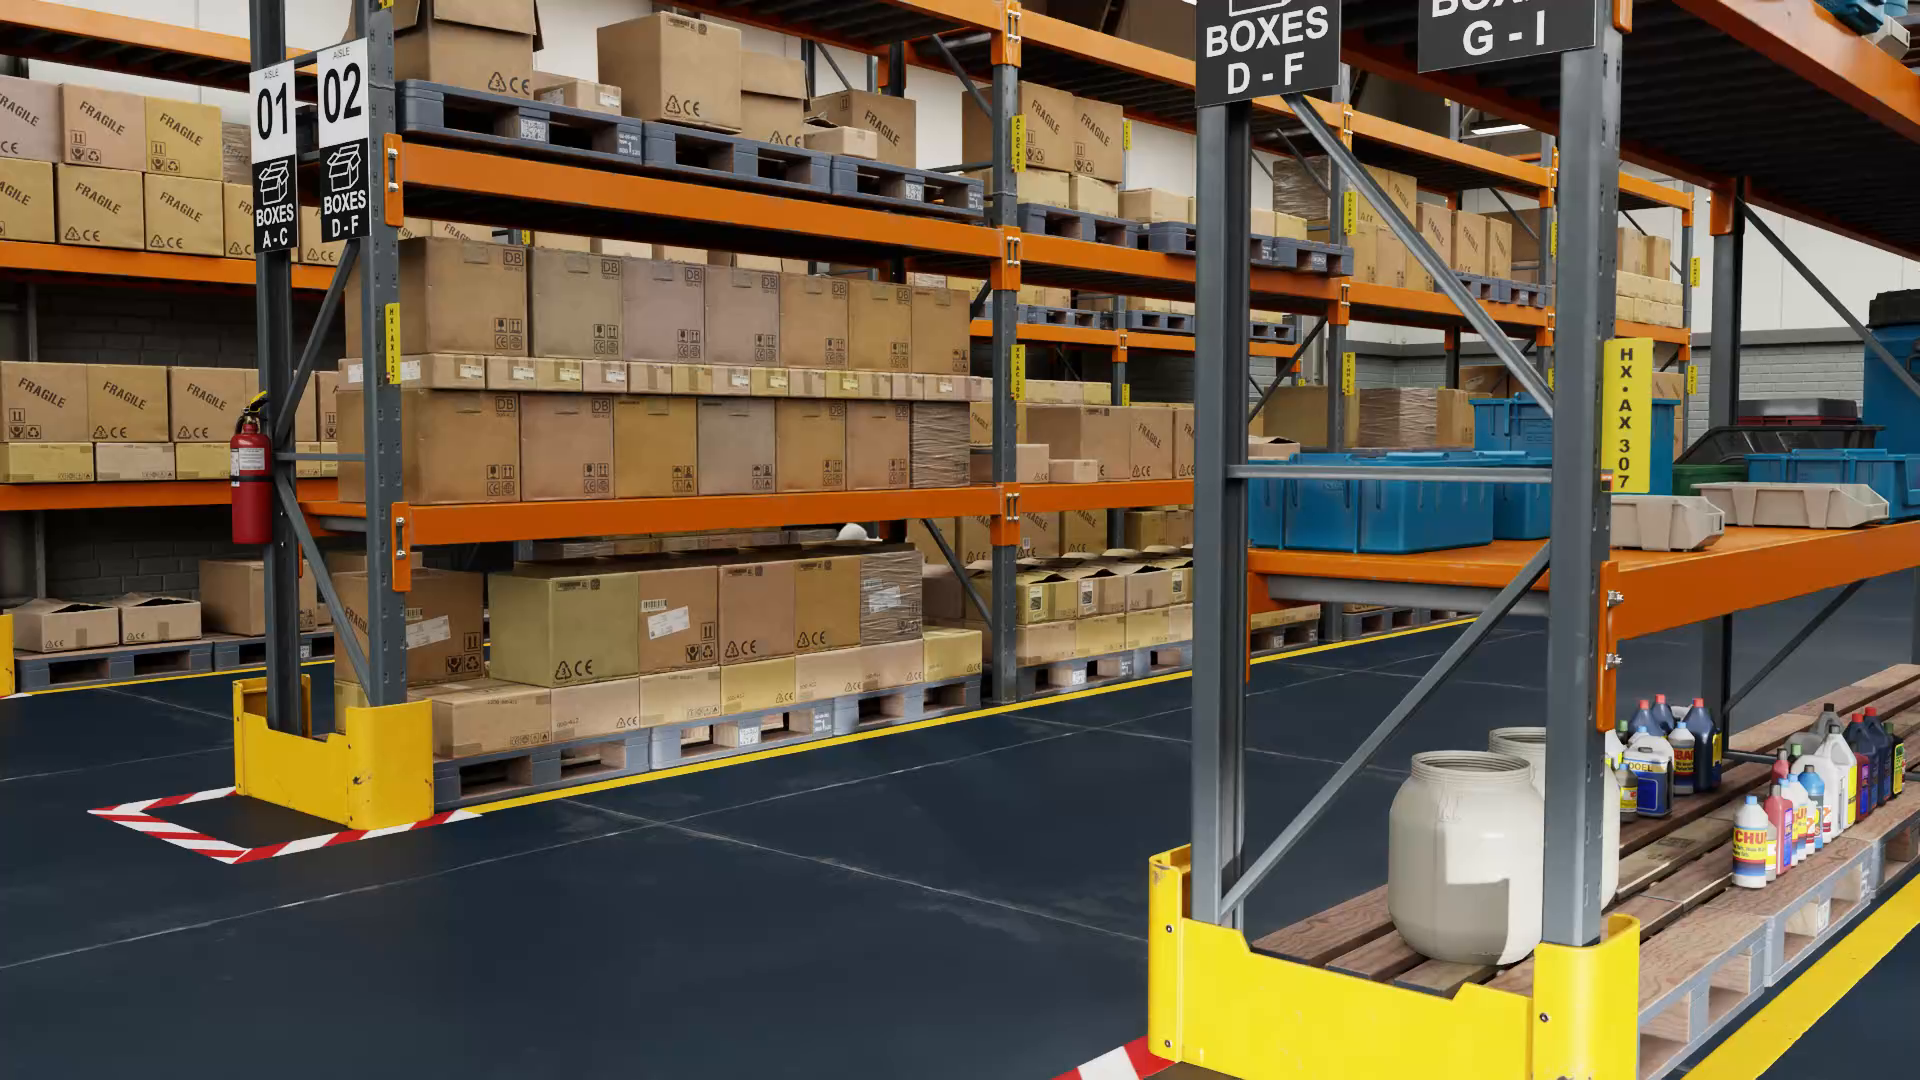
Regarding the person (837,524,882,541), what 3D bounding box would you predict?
[{"bbox_3d":[-0.628,0.368,11.905,0.582,0.997,0.891,3,5,40],"label":"person"}]
